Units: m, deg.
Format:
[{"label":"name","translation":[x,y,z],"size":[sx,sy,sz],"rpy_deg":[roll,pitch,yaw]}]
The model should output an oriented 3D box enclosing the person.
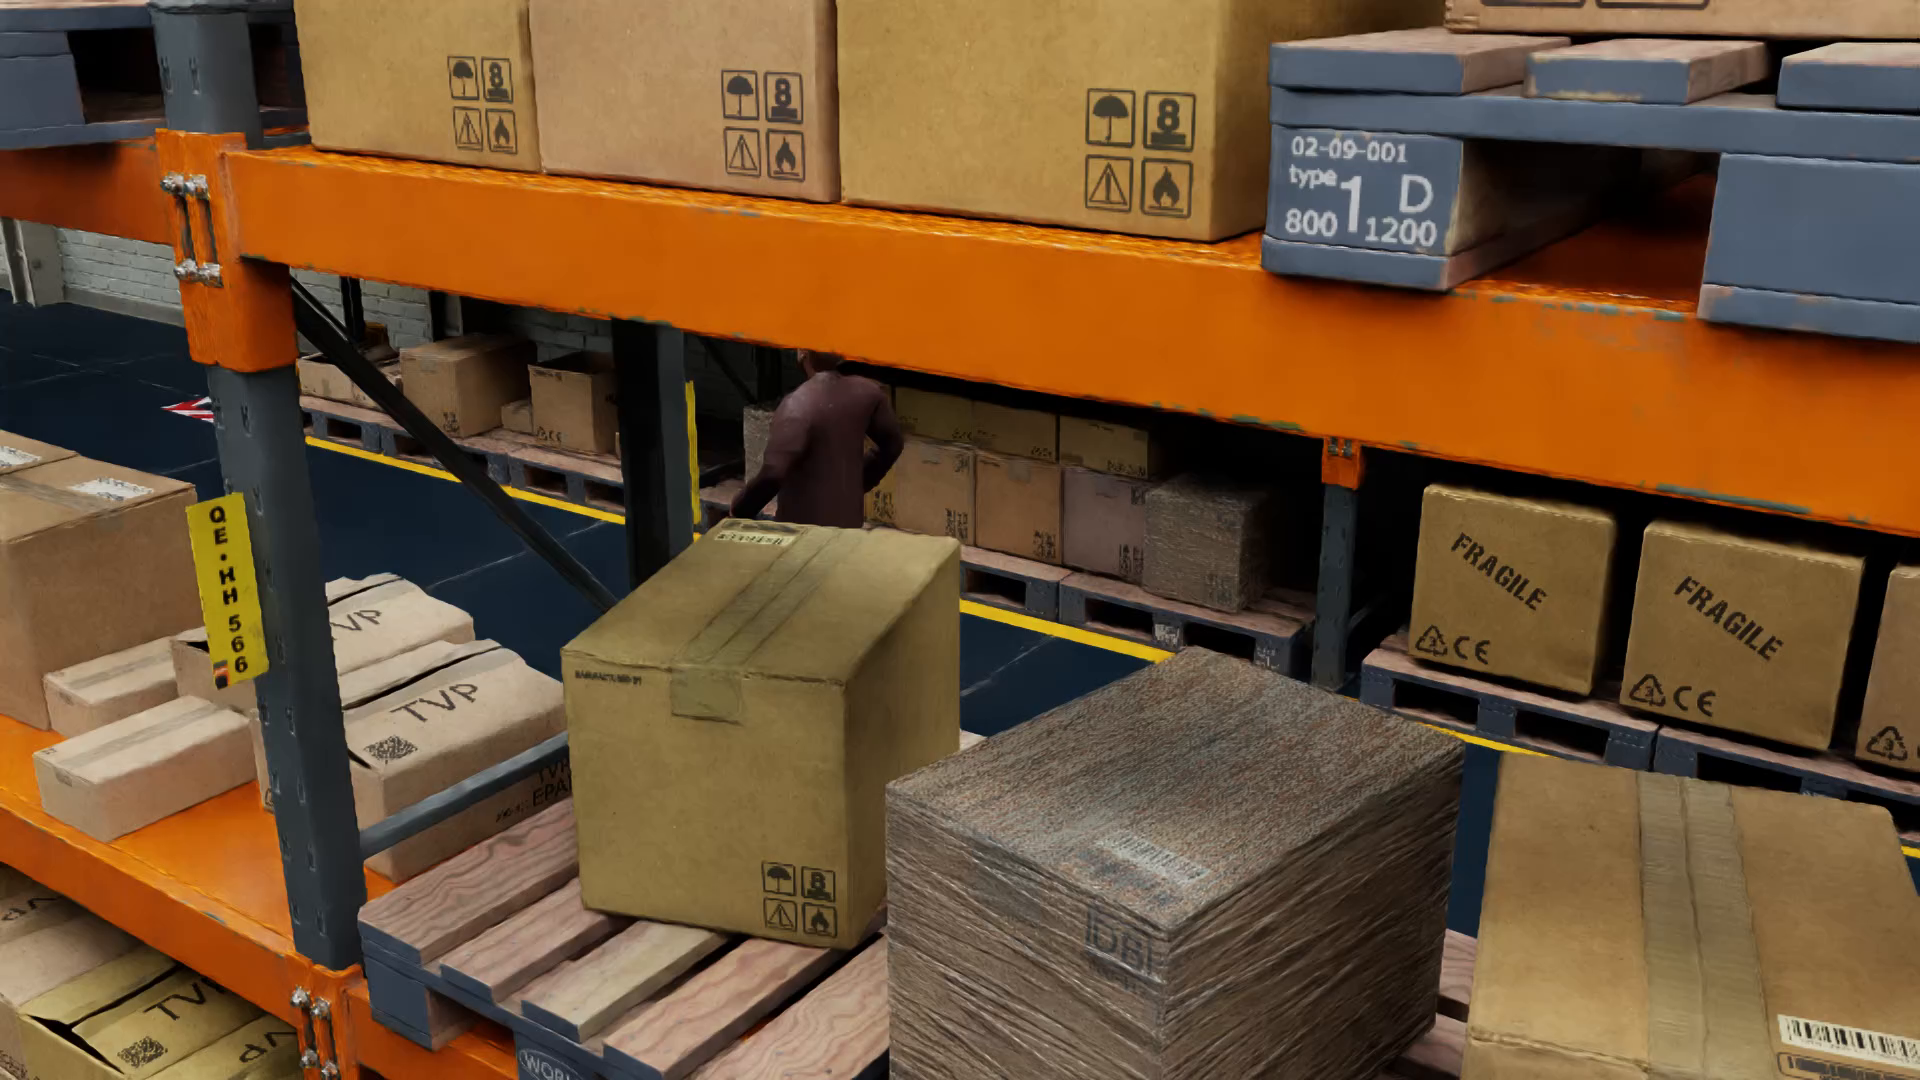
[{"label":"person","translation":[-0.618,-0.053,6.789],"size":[0.520,1.747,0.787],"rpy_deg":[11,22,29]}]
